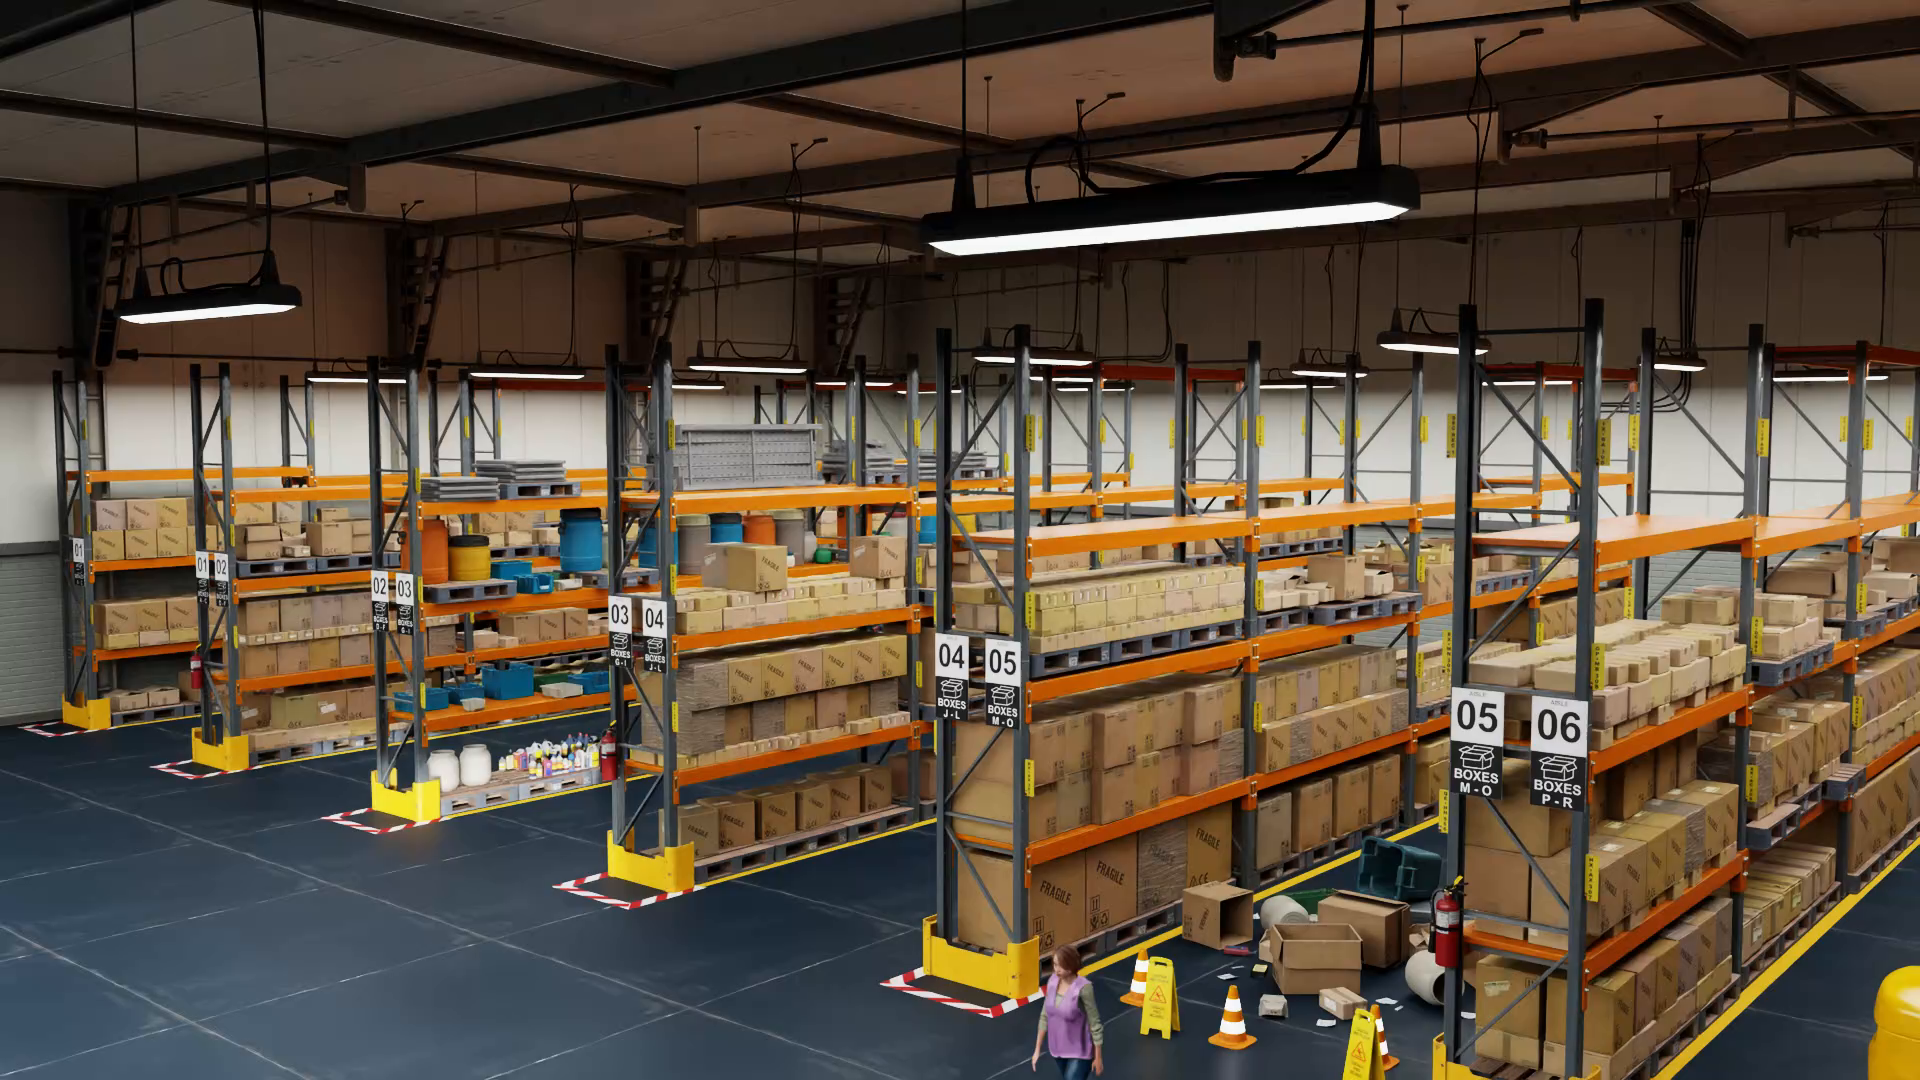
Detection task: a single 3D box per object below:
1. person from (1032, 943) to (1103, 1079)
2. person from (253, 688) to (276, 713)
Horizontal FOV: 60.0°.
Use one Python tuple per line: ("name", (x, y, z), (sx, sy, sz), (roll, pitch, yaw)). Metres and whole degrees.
("person", (0.711, 3.543, 11.427), (0.942, 1.551, 0.435), (-4, 5, -40))
("person", (-11.402, 2.383, 26.977), (0.459, 1.623, 0.964), (2, 5, 27))
